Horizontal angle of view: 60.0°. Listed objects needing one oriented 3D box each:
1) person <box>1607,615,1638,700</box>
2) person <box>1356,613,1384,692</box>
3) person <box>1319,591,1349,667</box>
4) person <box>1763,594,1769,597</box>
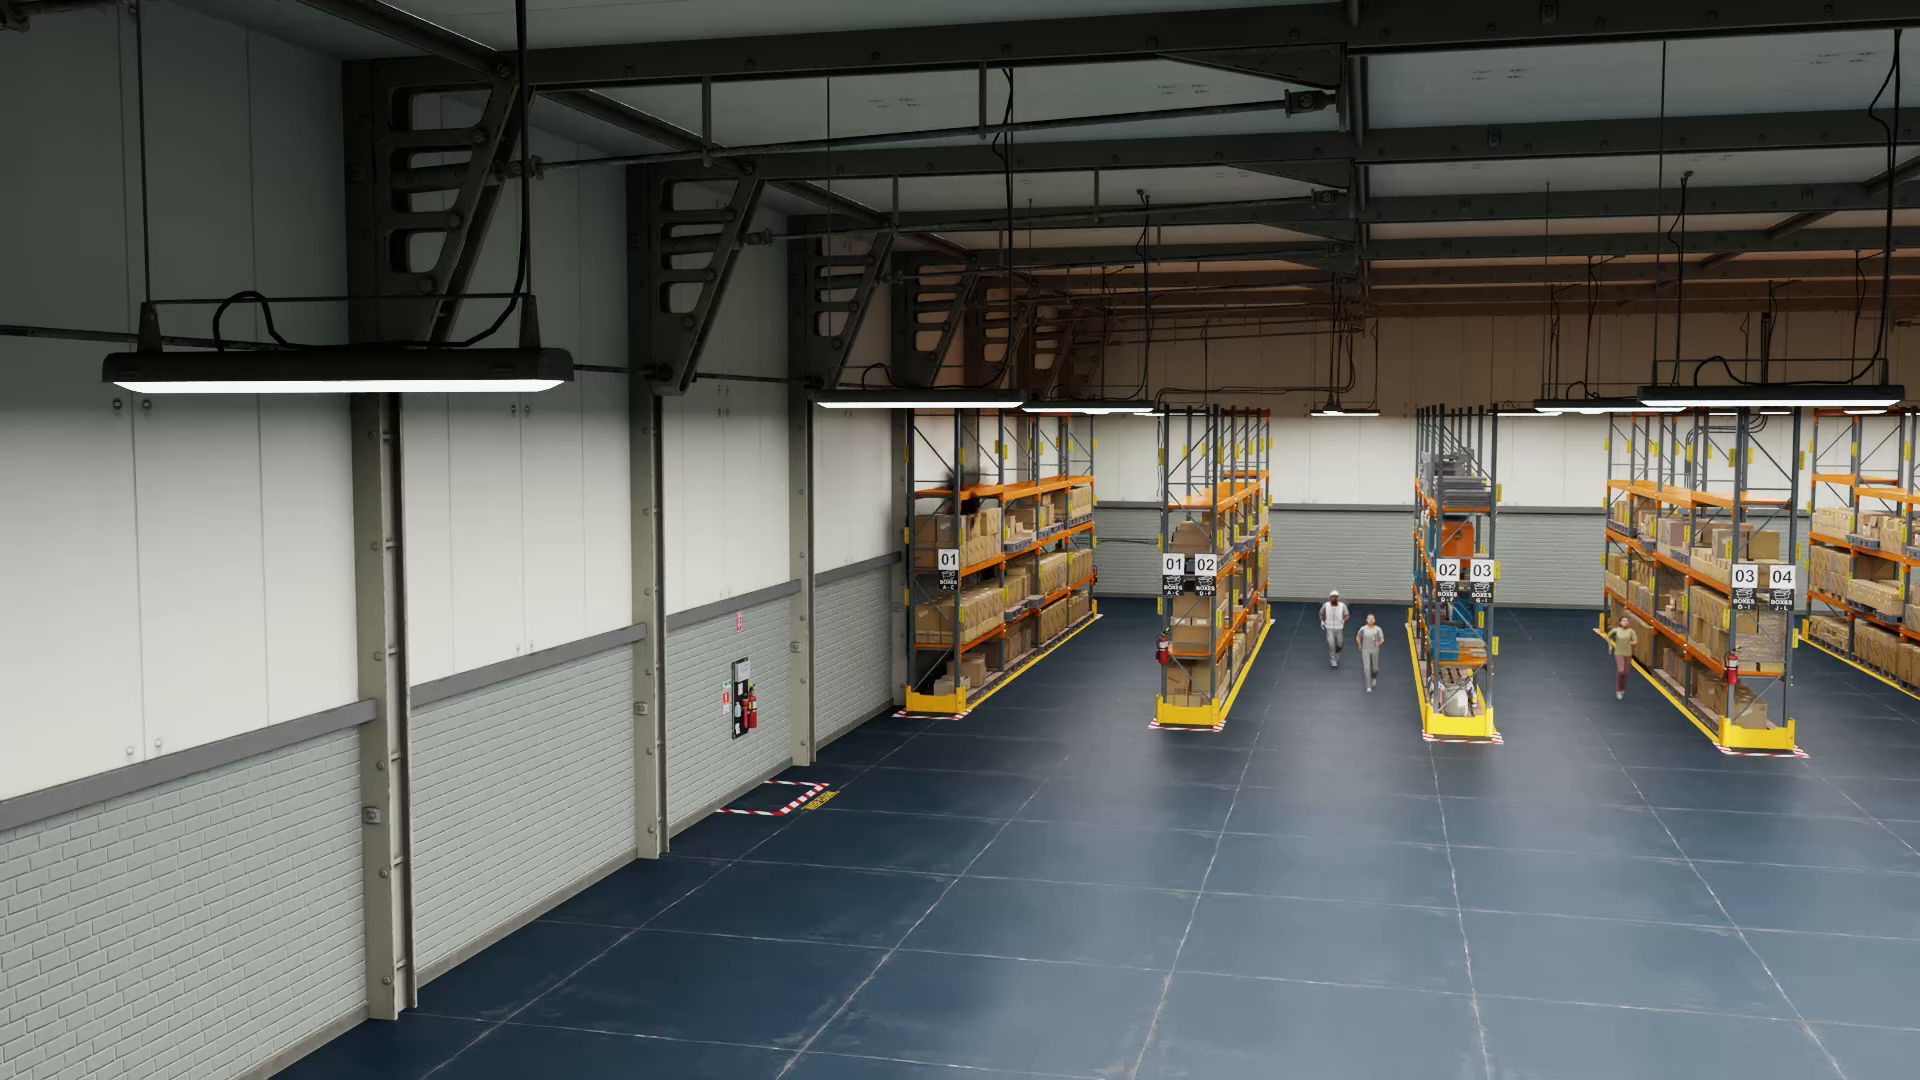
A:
[{"bbox_3d":[13.621,2.401,34.172,0.543,1.720,0.723,0,4,6],"label":"person"},{"bbox_3d":[8.629,2.357,35.024,0.571,1.628,0.753,1,4,14],"label":"person"},{"bbox_3d":[8.668,2.047,38.509,0.668,1.746,0.699,1,4,10],"label":"person"},{"bbox_3d":[20.539,1.775,42.606,0.686,1.707,0.525,1,4,10],"label":"person"}]
